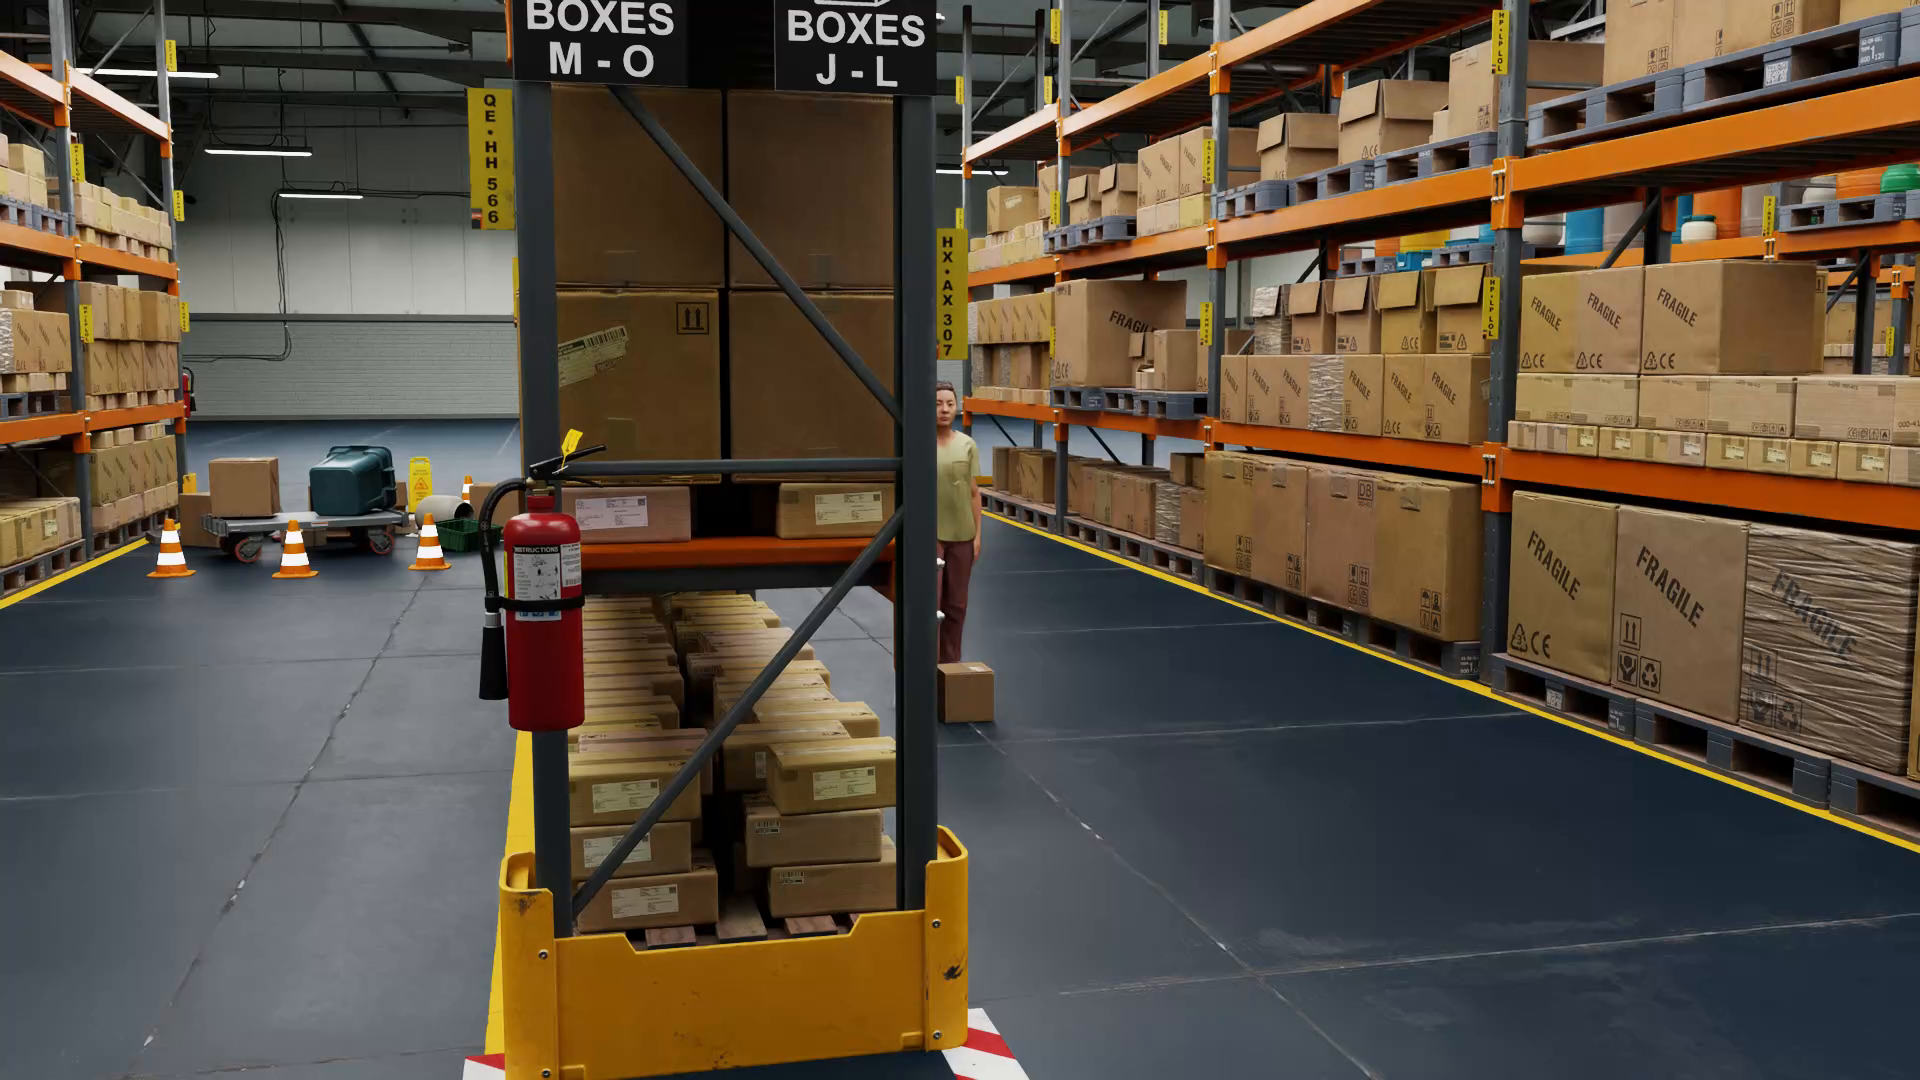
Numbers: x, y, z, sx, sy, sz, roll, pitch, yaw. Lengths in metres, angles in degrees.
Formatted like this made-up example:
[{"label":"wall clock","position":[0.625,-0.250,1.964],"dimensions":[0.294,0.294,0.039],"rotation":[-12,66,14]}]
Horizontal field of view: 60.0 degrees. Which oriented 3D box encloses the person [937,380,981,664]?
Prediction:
[{"label":"person","position":[-0.074,0.015,8.560],"dimensions":[0.438,1.665,0.616],"rotation":[-2,6,-14]}]
